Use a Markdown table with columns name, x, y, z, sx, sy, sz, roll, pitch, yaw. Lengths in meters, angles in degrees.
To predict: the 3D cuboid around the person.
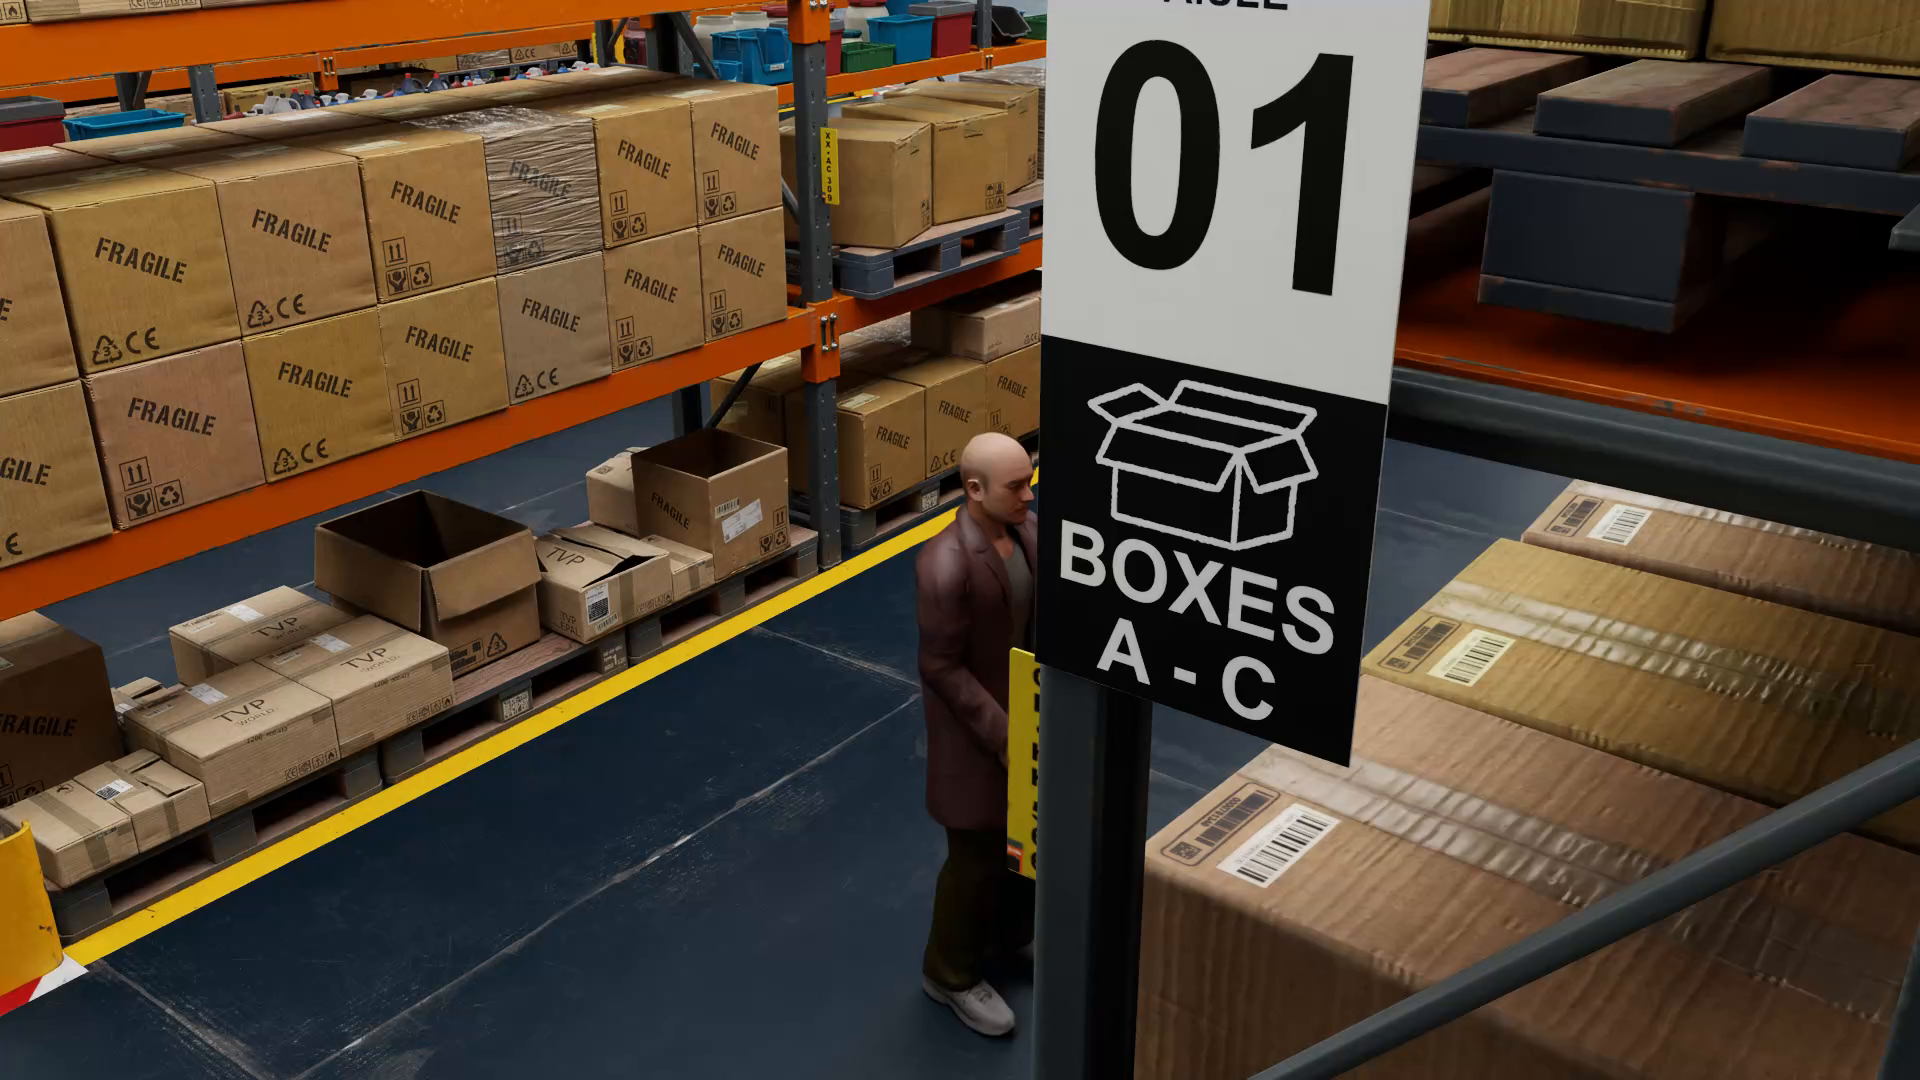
| name | x | y | z | sx | sy | sz | roll | pitch | yaw |
| --- | --- | --- | --- | --- | --- | --- | --- | --- | --- |
| person | 0.134 | 0.550 | 4.823 | 0.467 | 1.782 | 0.575 | 16 | 28 | 33 |
